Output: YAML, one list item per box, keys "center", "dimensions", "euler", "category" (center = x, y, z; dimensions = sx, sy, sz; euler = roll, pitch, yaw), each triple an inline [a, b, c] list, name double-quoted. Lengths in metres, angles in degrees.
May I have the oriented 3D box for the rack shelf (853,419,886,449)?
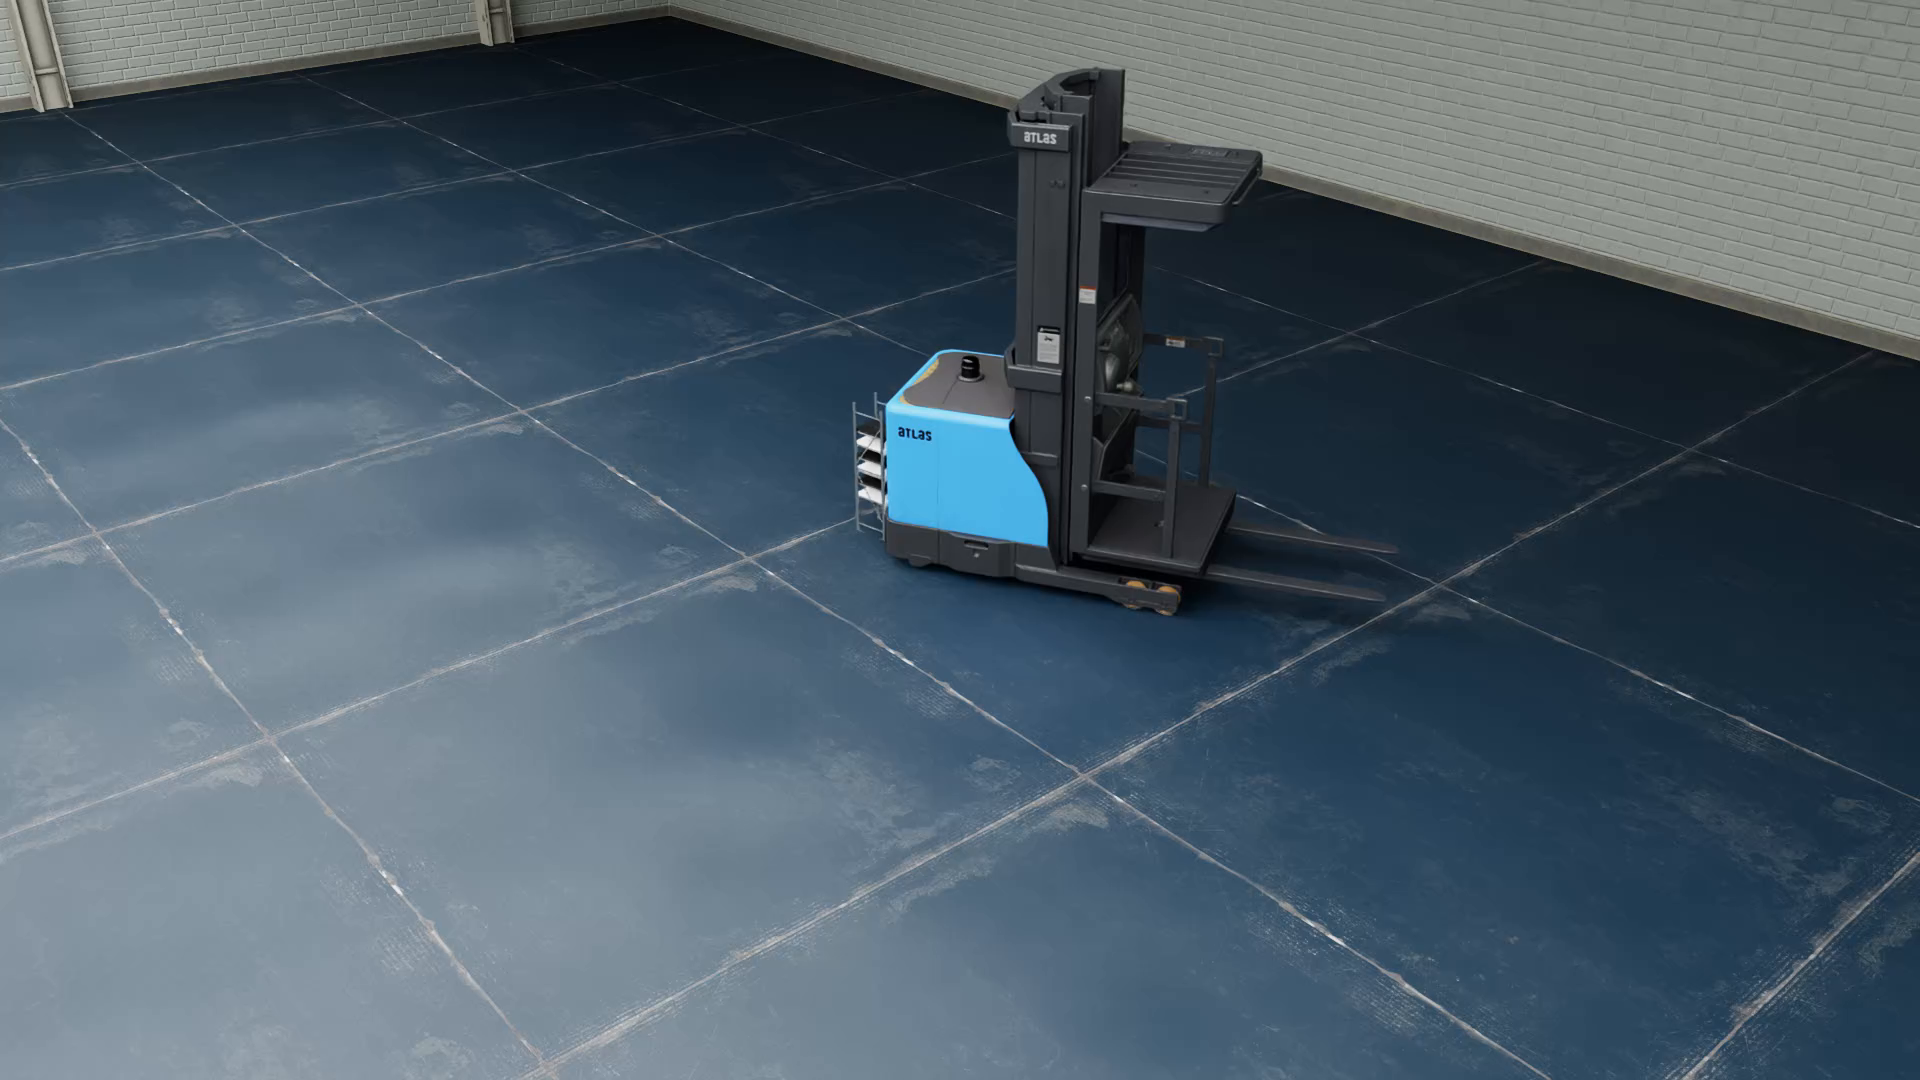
- center: [-0.507, -0.670, 10.405]
  dimensions: [0.258, 0.077, 0.200]
  euler: [20, 34, 33]
  category: "rack shelf"

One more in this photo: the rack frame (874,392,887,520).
- center: [-0.444, -0.499, 10.587]
  dimensions: [0.240, 0.900, 0.006]
  euler: [20, 34, 33]
  category: "rack frame"

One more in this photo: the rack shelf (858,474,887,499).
- center: [-0.507, -0.352, 10.575]
  dimensions: [0.258, 0.077, 0.200]
  euler: [20, 34, 33]
  category: "rack shelf"

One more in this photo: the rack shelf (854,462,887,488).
- center: [-0.507, -0.432, 10.532]
  dimensions: [0.258, 0.077, 0.200]
  euler: [20, 34, 33]
  category: "rack shelf"

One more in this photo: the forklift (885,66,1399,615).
- center: [1.115, -1.135, 9.622]
  dimensions: [3.031, 2.935, 1.130]
  euler: [9, 30, 17]
  category: "forklift"

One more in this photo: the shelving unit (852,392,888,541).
- center: [-0.507, -0.461, 10.516]
  dimensions: [0.258, 0.900, 0.210]
  euler: [20, 34, 33]
  category: "shelving unit"

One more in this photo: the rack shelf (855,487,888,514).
- center: [-0.507, -0.273, 10.617]
  dimensions: [0.258, 0.077, 0.200]
  euler: [20, 34, 33]
  category: "rack shelf"

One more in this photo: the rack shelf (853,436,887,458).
- center: [-0.507, -0.590, 10.447]
  dimensions: [0.258, 0.077, 0.200]
  euler: [20, 34, 33]
  category: "rack shelf"

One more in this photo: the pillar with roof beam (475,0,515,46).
- center: [-3.909, -9.638, 19.096]
  dimensions: [0.400, 9.000, 9.100]
  euler: [-22, 35, -35]
  category: "pillar with roof beam"

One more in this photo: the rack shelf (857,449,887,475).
- center: [-0.507, -0.511, 10.490]
  dimensions: [0.258, 0.077, 0.200]
  euler: [20, 34, 33]
  category: "rack shelf"

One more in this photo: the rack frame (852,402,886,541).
- center: [-0.570, -0.423, 10.446]
  dimensions: [0.240, 0.900, 0.006]
  euler: [20, 34, 33]
  category: "rack frame"

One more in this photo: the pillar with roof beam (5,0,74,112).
- center: [-8.473, -7.803, 15.661]
  dimensions: [0.400, 9.000, 9.100]
  euler: [-22, 35, -35]
  category: "pillar with roof beam"
